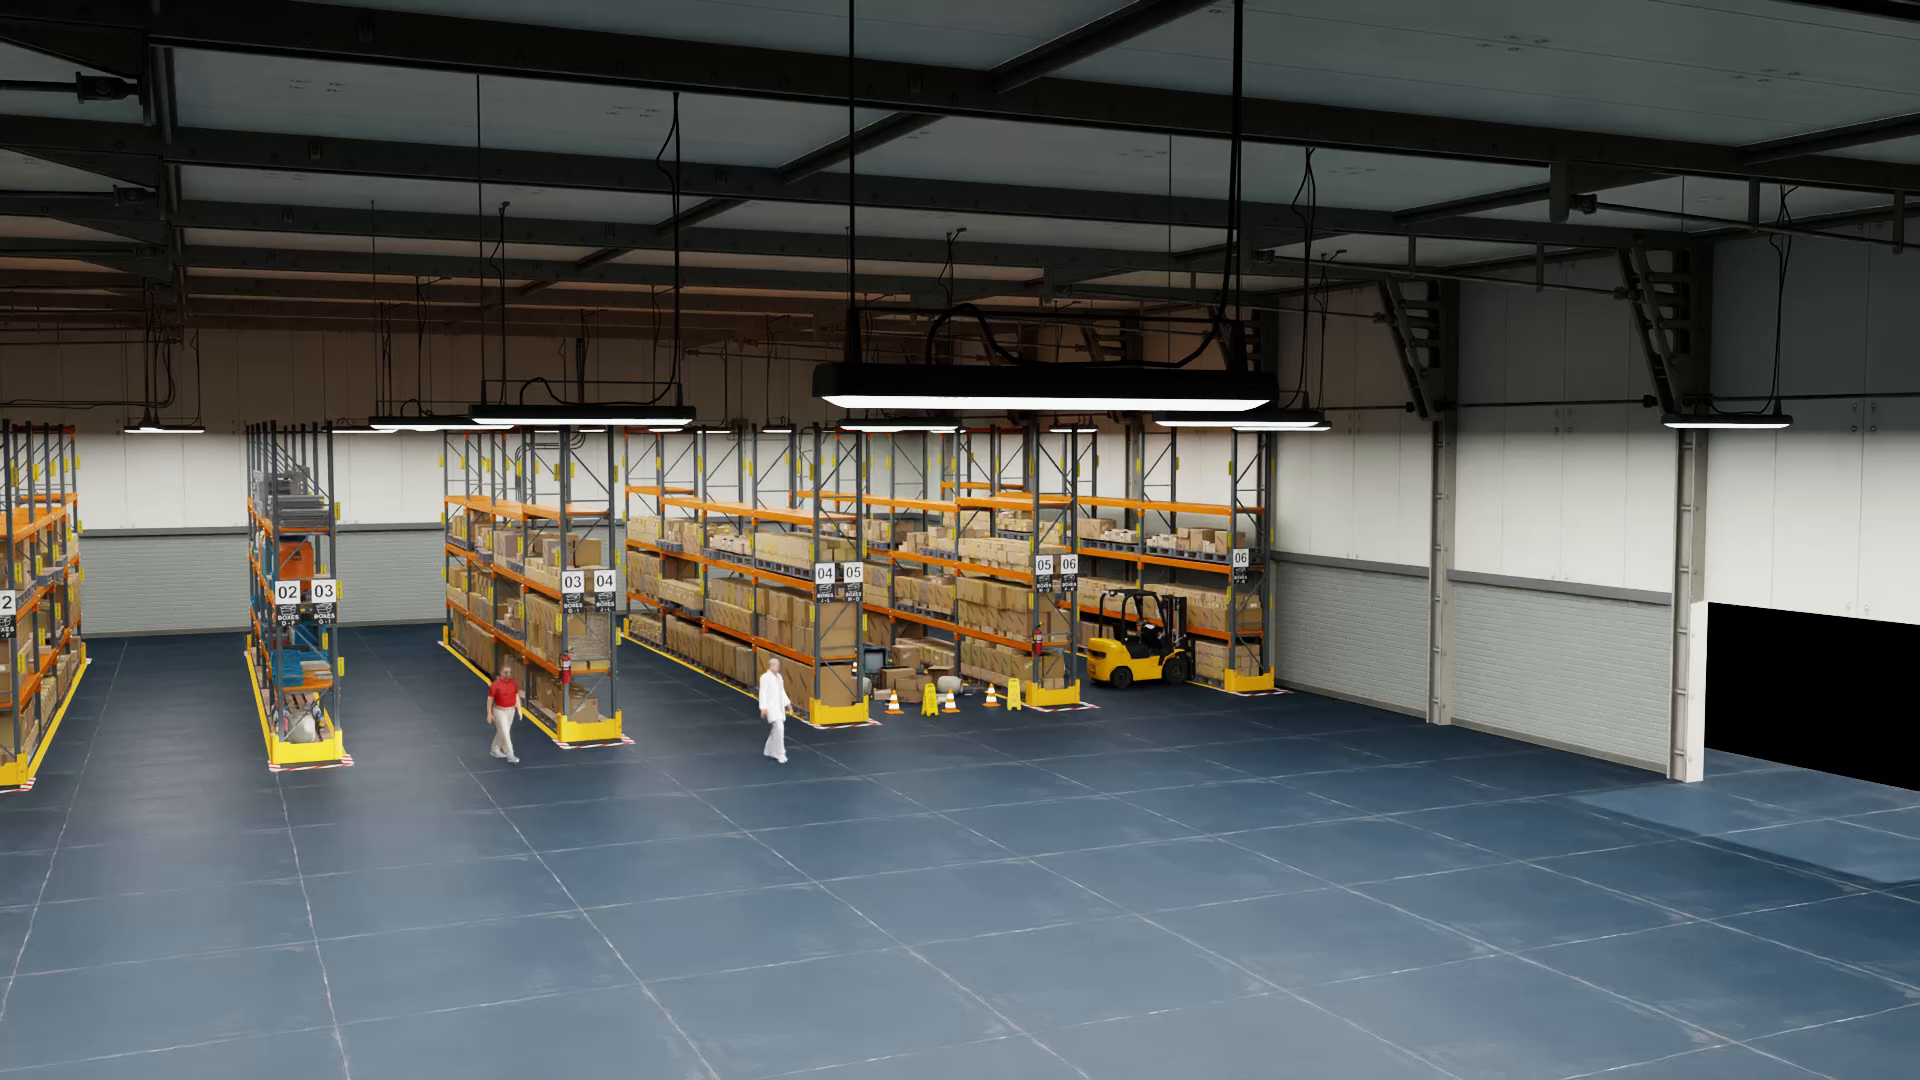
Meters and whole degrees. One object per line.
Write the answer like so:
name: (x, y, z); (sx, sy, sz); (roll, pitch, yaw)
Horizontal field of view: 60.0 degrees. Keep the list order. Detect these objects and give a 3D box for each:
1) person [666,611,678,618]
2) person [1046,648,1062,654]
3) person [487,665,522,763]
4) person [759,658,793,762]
person: (-8.622, 1.731, 50.042); (0.571, 1.716, 0.473); (2, 4, 32)
person: (2.290, 2.443, 40.043); (0.530, 1.570, 0.725); (-2, 4, -24)
person: (-7.964, 3.032, 29.214); (1.030, 1.670, 0.560); (2, 4, 32)
person: (-3.232, 3.020, 29.442); (0.645, 1.842, 0.611); (2, 4, 24)
